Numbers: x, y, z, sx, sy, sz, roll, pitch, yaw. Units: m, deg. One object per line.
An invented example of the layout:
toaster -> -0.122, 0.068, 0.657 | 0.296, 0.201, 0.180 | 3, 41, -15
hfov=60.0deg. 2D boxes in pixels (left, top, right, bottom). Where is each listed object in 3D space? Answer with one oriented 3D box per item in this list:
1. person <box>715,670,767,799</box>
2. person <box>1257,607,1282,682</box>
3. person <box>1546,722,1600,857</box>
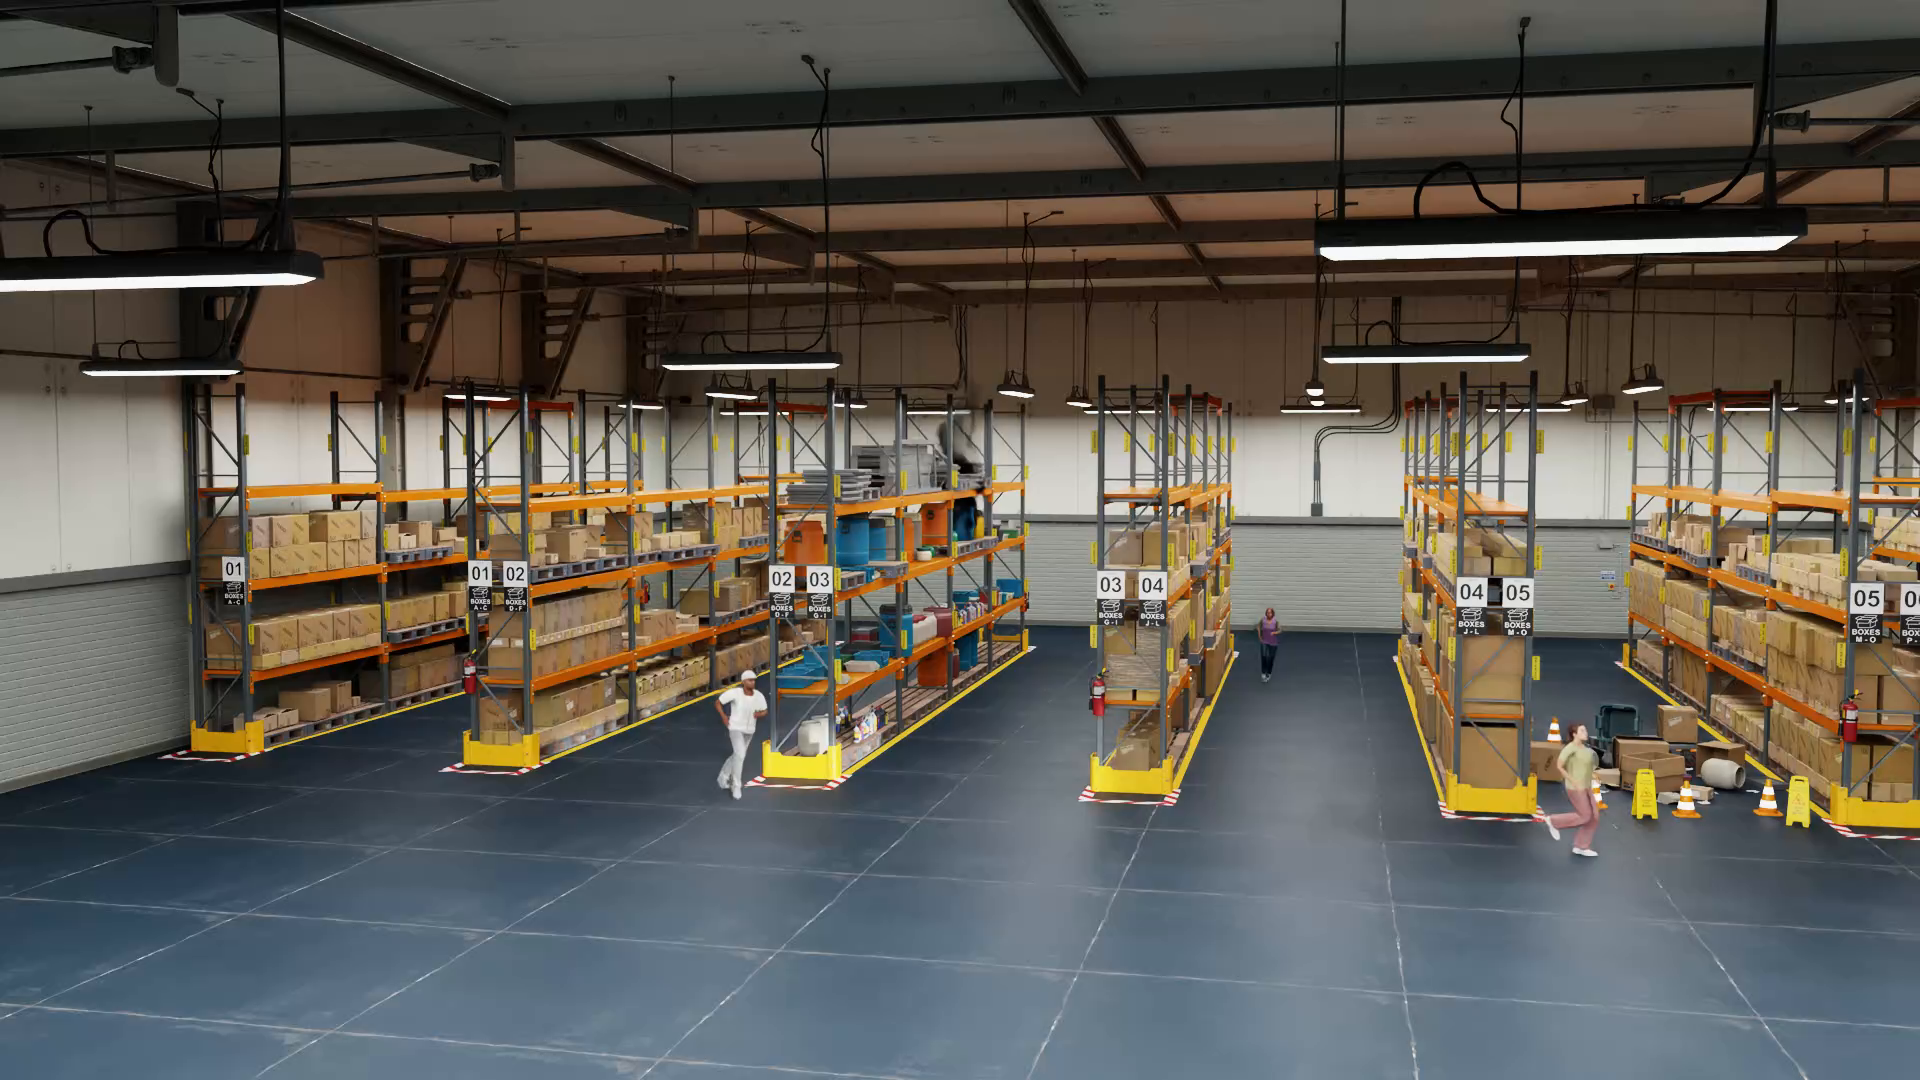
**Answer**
person -> -3.144, 2.773, 23.972 | 0.713, 1.811, 0.759 | -3, 4, -42
person -> 6.519, 2.204, 35.057 | 0.523, 1.579, 0.693 | 1, 3, 11
person -> 7.529, 3.030, 20.368 | 0.587, 1.628, 0.626 | -3, 5, -44
